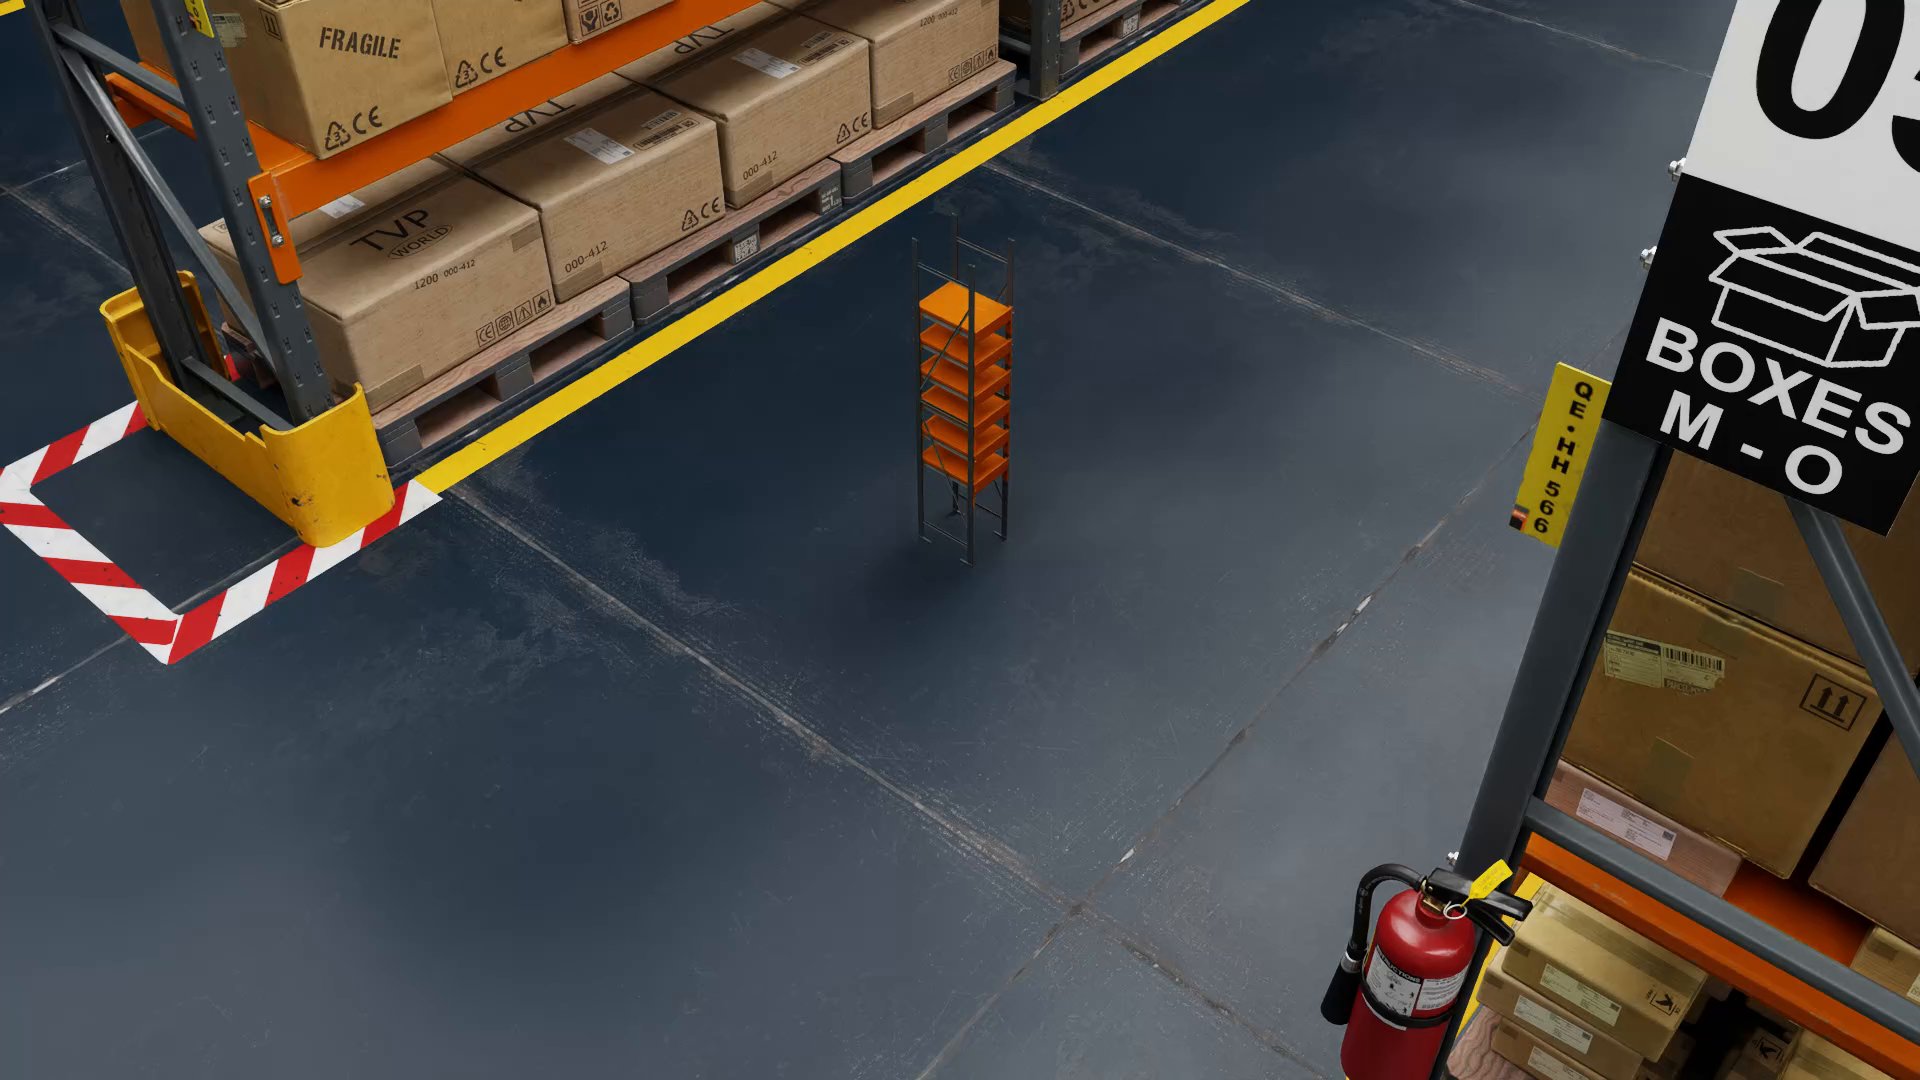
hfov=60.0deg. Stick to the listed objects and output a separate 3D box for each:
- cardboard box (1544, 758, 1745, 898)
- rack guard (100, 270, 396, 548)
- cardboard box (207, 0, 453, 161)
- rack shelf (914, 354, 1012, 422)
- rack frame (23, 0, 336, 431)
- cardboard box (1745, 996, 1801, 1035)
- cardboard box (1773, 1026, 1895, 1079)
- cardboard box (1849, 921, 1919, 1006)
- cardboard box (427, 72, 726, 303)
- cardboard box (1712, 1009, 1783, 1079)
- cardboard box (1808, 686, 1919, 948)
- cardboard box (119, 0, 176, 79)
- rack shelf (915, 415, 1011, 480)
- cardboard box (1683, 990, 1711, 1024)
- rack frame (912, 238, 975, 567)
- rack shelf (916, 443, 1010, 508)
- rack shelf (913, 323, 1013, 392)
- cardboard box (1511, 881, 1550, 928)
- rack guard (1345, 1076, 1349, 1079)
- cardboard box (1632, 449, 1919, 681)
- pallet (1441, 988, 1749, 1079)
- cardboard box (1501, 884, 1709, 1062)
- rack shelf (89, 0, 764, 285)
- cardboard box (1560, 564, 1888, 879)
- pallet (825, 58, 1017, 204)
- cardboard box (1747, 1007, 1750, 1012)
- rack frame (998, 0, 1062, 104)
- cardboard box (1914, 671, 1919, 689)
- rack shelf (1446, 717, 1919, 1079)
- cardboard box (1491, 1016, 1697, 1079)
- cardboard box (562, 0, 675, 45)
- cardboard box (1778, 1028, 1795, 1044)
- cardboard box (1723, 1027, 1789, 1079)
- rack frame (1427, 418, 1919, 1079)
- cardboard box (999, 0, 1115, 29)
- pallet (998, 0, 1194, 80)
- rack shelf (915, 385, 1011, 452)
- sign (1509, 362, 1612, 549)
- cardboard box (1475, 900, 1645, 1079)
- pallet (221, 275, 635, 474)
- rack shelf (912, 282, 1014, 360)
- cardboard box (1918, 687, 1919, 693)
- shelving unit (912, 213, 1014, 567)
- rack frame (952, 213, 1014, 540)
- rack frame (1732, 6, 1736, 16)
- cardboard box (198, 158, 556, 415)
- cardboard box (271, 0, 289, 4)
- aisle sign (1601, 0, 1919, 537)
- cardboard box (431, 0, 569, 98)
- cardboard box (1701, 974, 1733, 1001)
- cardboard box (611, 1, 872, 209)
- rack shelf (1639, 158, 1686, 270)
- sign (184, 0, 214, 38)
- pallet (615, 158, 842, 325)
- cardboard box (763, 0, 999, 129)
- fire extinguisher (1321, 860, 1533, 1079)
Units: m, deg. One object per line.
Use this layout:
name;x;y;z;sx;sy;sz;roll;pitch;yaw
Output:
cardboard box;1.333;0.476;3.184;0.380;0.149;0.250;30;50;28
rack guard;-2.530;-0.481;5.907;1.175;0.500;0.348;29;50;28
cardboard box;-1.986;-1.578;5.181;0.500;0.500;0.500;29;50;28
rack shelf;0.009;-0.507;5.304;0.258;0.103;0.180;29;50;28
rack frame;-2.514;-1.418;5.080;1.000;3.000;0.127;29;50;28
cardboard box;2.022;1.036;3.746;0.380;0.149;0.250;30;50;29
cardboard box;1.937;1.230;3.532;0.380;0.149;0.250;27;49;27
cardboard box;1.799;0.741;2.892;0.380;0.149;0.250;29;50;28
cardboard box;-1.584;-1.483;6.744;0.875;0.438;0.875;31;51;29
cardboard box;2.027;1.271;3.929;0.380;0.149;0.250;29;50;28
cardboard box;1.840;0.415;2.769;0.500;0.500;0.500;32;51;30
cardboard box;-2.407;-1.818;5.445;0.500;0.500;0.500;30;50;29
rack shelf;0.009;-0.330;5.465;0.258;0.103;0.180;29;50;28
cardboard box;1.670;0.956;4.055;0.380;0.149;0.250;28;49;28
rack frame;-0.050;-0.404;5.303;0.240;1.200;0.006;29;50;28
rack shelf;0.009;-0.241;5.546;0.258;0.103;0.180;29;50;28
rack shelf;0.009;-0.596;5.223;0.258;0.103;0.180;29;50;28
cardboard box;1.606;1.035;4.189;0.380;0.149;0.250;31;51;30
rack guard;1.388;1.559;3.664;1.175;0.500;0.348;29;50;28
cardboard box;1.443;-0.187;2.687;0.500;0.500;0.500;28;49;28
pallet;1.938;1.263;4.204;1.003;0.211;1.213;29;50;28
cardboard box;1.486;0.970;3.818;0.380;0.149;0.250;30;50;29
rack shelf;-1.227;-2.182;6.454;1.077;0.370;4.000;29;50;28
cardboard box;1.432;0.183;3.023;0.500;0.500;0.500;31;50;29
pallet;-0.489;-2.088;7.890;1.003;0.211;1.213;29;50;28
cardboard box;2.182;1.140;4.073;0.380;0.149;0.250;30;50;29
rack frame;0.060;-3.477;7.345;1.000;3.000;0.127;29;50;28
cardboard box;2.165;0.128;3.084;0.500;0.500;0.500;30;50;29
rack shelf;2.627;-0.090;4.154;1.077;0.370;4.000;29;50;28
cardboard box;1.519;1.211;3.995;0.380;0.149;0.250;30;50;29
cardboard box;-1.340;-2.104;5.760;0.500;0.500;0.500;29;50;28
cardboard box;2.092;1.187;3.800;0.380;0.149;0.250;29;50;28
cardboard box;1.873;1.304;3.672;0.380;0.149;0.250;32;51;30
rack frame;1.339;0.673;2.780;1.000;3.000;0.127;29;50;28
cardboard box;0.398;-3.201;8.308;0.875;0.875;0.875;31;51;30
pallet;0.499;-2.876;8.756;1.003;0.211;1.213;29;50;28
rack shelf;0.009;-0.419;5.384;0.258;0.103;0.180;29;50;28
sign;0.927;-0.123;2.560;0.100;0.325;0.005;29;50;28
cardboard box;1.461;1.067;3.932;0.380;0.149;0.250;28;49;27
pallet;-2.060;-0.832;6.508;1.003;0.211;1.213;29;50;28
rack shelf;0.009;-0.685;5.142;0.258;0.103;0.180;29;50;28
cardboard box;1.831;0.040;2.438;0.500;0.500;0.500;29;50;28
shelving unit;0.009;-0.451;5.355;0.258;1.200;0.189;29;50;28
rack frame;0.068;-0.498;5.406;0.240;1.200;0.006;29;50;28
rack frame;1.339;-1.546;0.762;1.000;3.000;0.127;29;50;28
cardboard box;-2.166;-1.008;6.222;0.875;0.438;0.875;28;49;27
cardboard box;-1.987;-1.949;4.846;0.500;0.500;0.500;28;49;28
aisle sign;1.063;-0.381;2.007;0.394;0.787;0.004;29;50;28
cardboard box;-1.681;-1.850;5.481;0.500;0.500;0.500;29;50;28
cardboard box;1.692;0.866;3.933;0.380;0.149;0.250;30;50;29
cardboard box;-1.002;-1.947;7.254;0.875;0.438;0.875;28;49;27
rack shelf;2.627;-1.200;3.145;1.077;0.370;4.000;29;50;28
sign;-2.093;-1.524;4.494;0.100;0.325;0.005;29;50;28
pallet;-1.274;-1.457;7.196;1.003;0.211;1.213;29;50;28
cardboard box;-0.426;-2.408;7.761;0.875;0.438;0.875;29;50;28
fire extinguisher;0.824;0.770;3.008;0.296;0.674;0.183;29;50;28
